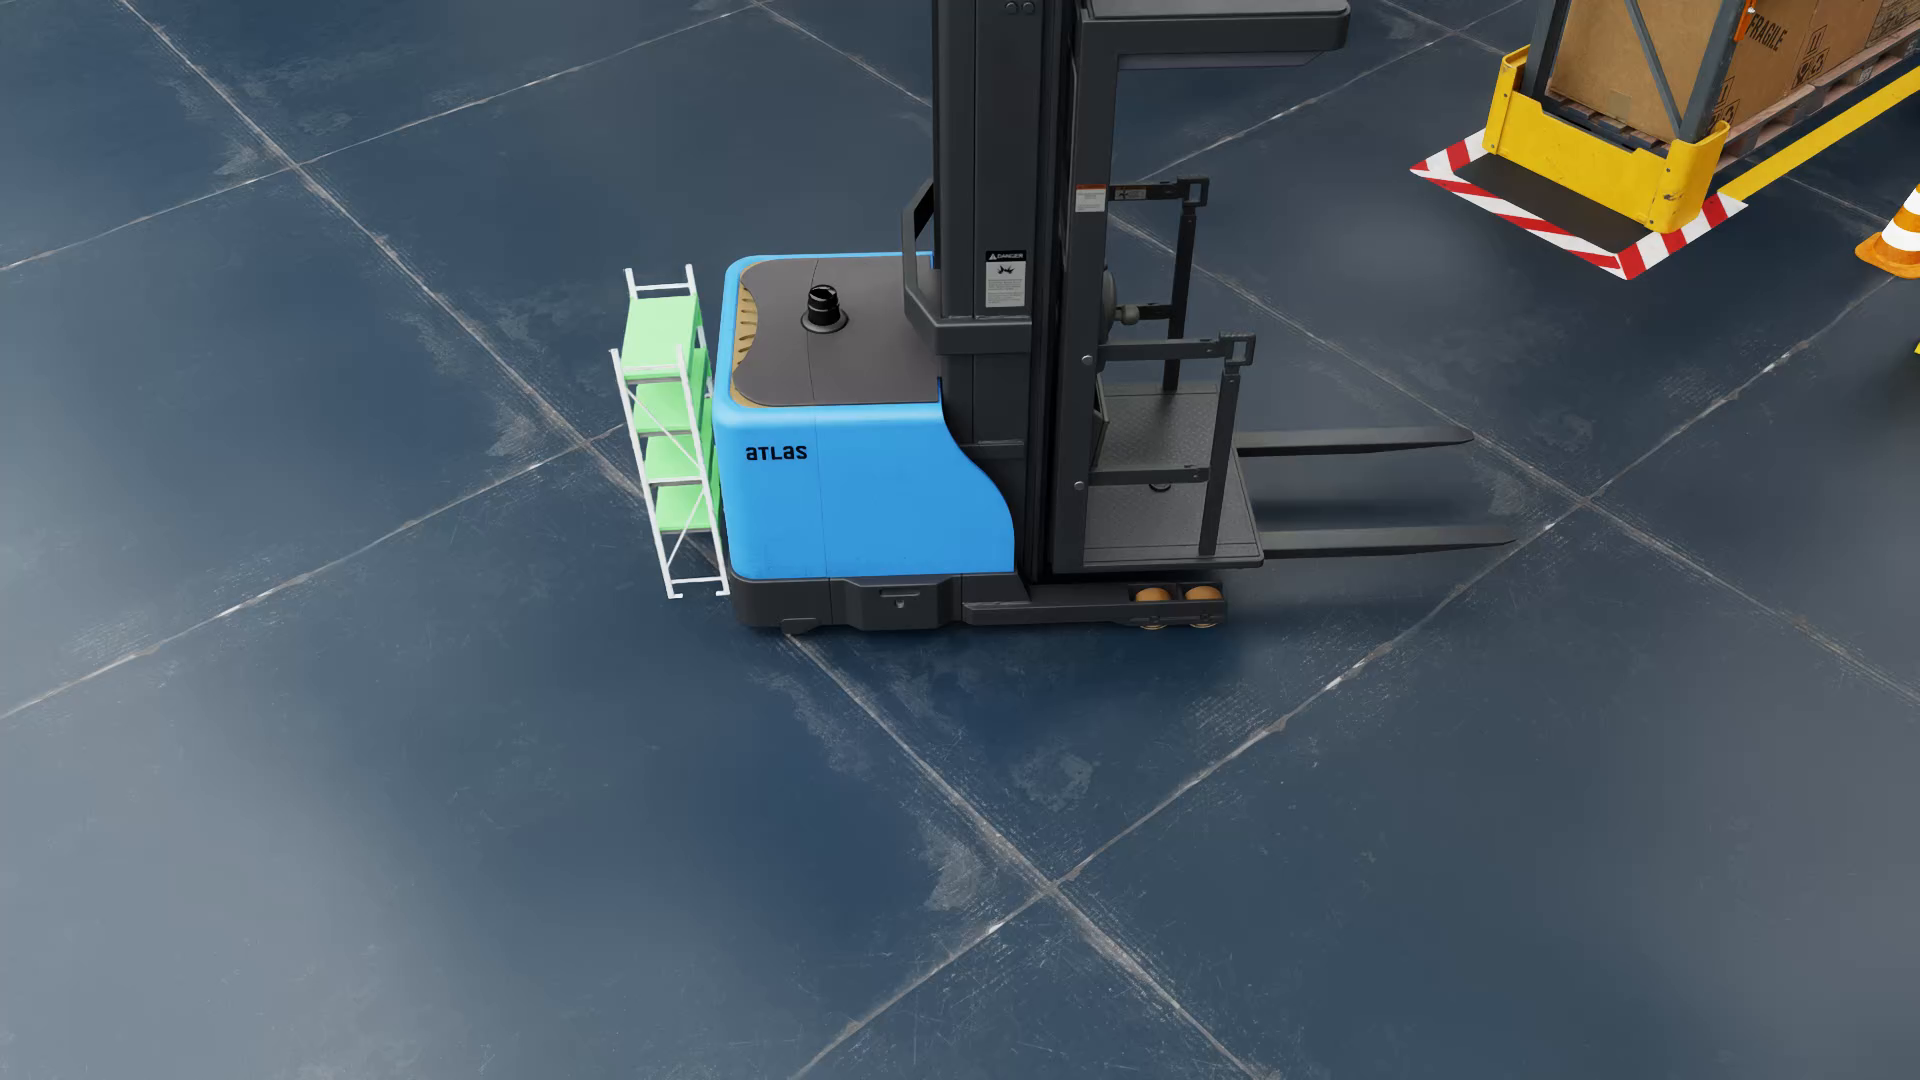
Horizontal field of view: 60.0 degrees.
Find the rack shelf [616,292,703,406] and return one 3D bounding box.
[{"bbox_3d":[-1.077,-0.689,5.991,0.258,0.148,0.480,-4,43,0],"label":"rack shelf"}]

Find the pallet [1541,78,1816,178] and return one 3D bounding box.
[{"bbox_3d":[3.895,-2.389,9.140,1.213,0.211,1.003,-30,51,-28],"label":"pallet"}]

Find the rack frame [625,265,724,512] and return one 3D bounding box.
[{"bbox_3d":[-1.069,-0.553,6.454,0.240,1.200,0.015,-4,43,0],"label":"rack frame"}]

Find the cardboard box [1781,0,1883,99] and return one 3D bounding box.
[{"bbox_3d":[4.483,-3.112,9.118,0.875,0.875,0.875,-31,51,-28],"label":"cardboard box"}]

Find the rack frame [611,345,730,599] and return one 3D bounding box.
[{"bbox_3d":[-1.046,-0.220,6.099,0.240,1.200,0.015,-4,43,0],"label":"rack frame"}]

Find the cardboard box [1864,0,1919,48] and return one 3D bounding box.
[{"bbox_3d":[5.183,-3.512,9.543,0.875,0.875,0.875,-29,51,-28],"label":"cardboard box"}]

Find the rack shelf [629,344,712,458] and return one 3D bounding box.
[{"bbox_3d":[-1.066,-0.514,6.156,0.258,0.148,0.480,-4,43,0],"label":"rack shelf"}]

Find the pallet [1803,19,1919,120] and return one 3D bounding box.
[{"bbox_3d":[4.830,-2.923,9.708,1.213,0.211,1.003,-30,51,-28],"label":"pallet"}]

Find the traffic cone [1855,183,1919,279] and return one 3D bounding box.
[{"bbox_3d":[4.650,-1.577,8.091,0.334,0.463,0.336,-30,51,-28],"label":"traffic cone"}]

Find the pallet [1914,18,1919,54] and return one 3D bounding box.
[{"bbox_3d":[5.766,-3.461,10.281,1.213,0.211,1.003,-30,51,-28],"label":"pallet"}]

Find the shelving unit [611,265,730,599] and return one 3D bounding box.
[{"bbox_3d":[-1.058,-0.386,6.277,0.258,1.200,0.503,-4,43,0],"label":"shelving unit"}]

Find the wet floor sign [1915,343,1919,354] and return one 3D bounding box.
[{"bbox_3d":[4.580,-1.103,7.453,0.267,0.644,0.232,30,51,28],"label":"wet floor sign"}]

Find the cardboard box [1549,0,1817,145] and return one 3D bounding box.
[{"bbox_3d":[3.809,-2.725,8.706,0.875,0.875,0.875,-29,51,-28],"label":"cardboard box"}]

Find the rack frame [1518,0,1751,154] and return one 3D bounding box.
[{"bbox_3d":[3.332,-3.014,7.768,0.127,3.000,1.000,-30,51,-28],"label":"rack frame"}]

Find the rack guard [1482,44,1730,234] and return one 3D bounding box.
[{"bbox_3d":[3.313,-2.092,8.612,0.348,0.500,1.175,-30,51,-28],"label":"rack guard"}]

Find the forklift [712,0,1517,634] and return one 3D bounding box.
[{"bbox_3d":[0.628,-1.088,5.768,3.031,2.935,1.130,-2,43,-2],"label":"forklift"}]

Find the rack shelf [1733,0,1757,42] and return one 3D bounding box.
[{"bbox_3d":[4.866,-3.630,8.949,4.000,0.370,1.077,-30,51,-28],"label":"rack shelf"}]

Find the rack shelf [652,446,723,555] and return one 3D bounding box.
[{"bbox_3d":[-1.044,-0.166,6.485,0.258,0.148,0.480,-4,43,0],"label":"rack shelf"}]

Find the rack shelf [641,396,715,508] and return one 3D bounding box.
[{"bbox_3d":[-1.055,-0.340,6.320,0.258,0.148,0.480,-4,43,0],"label":"rack shelf"}]
